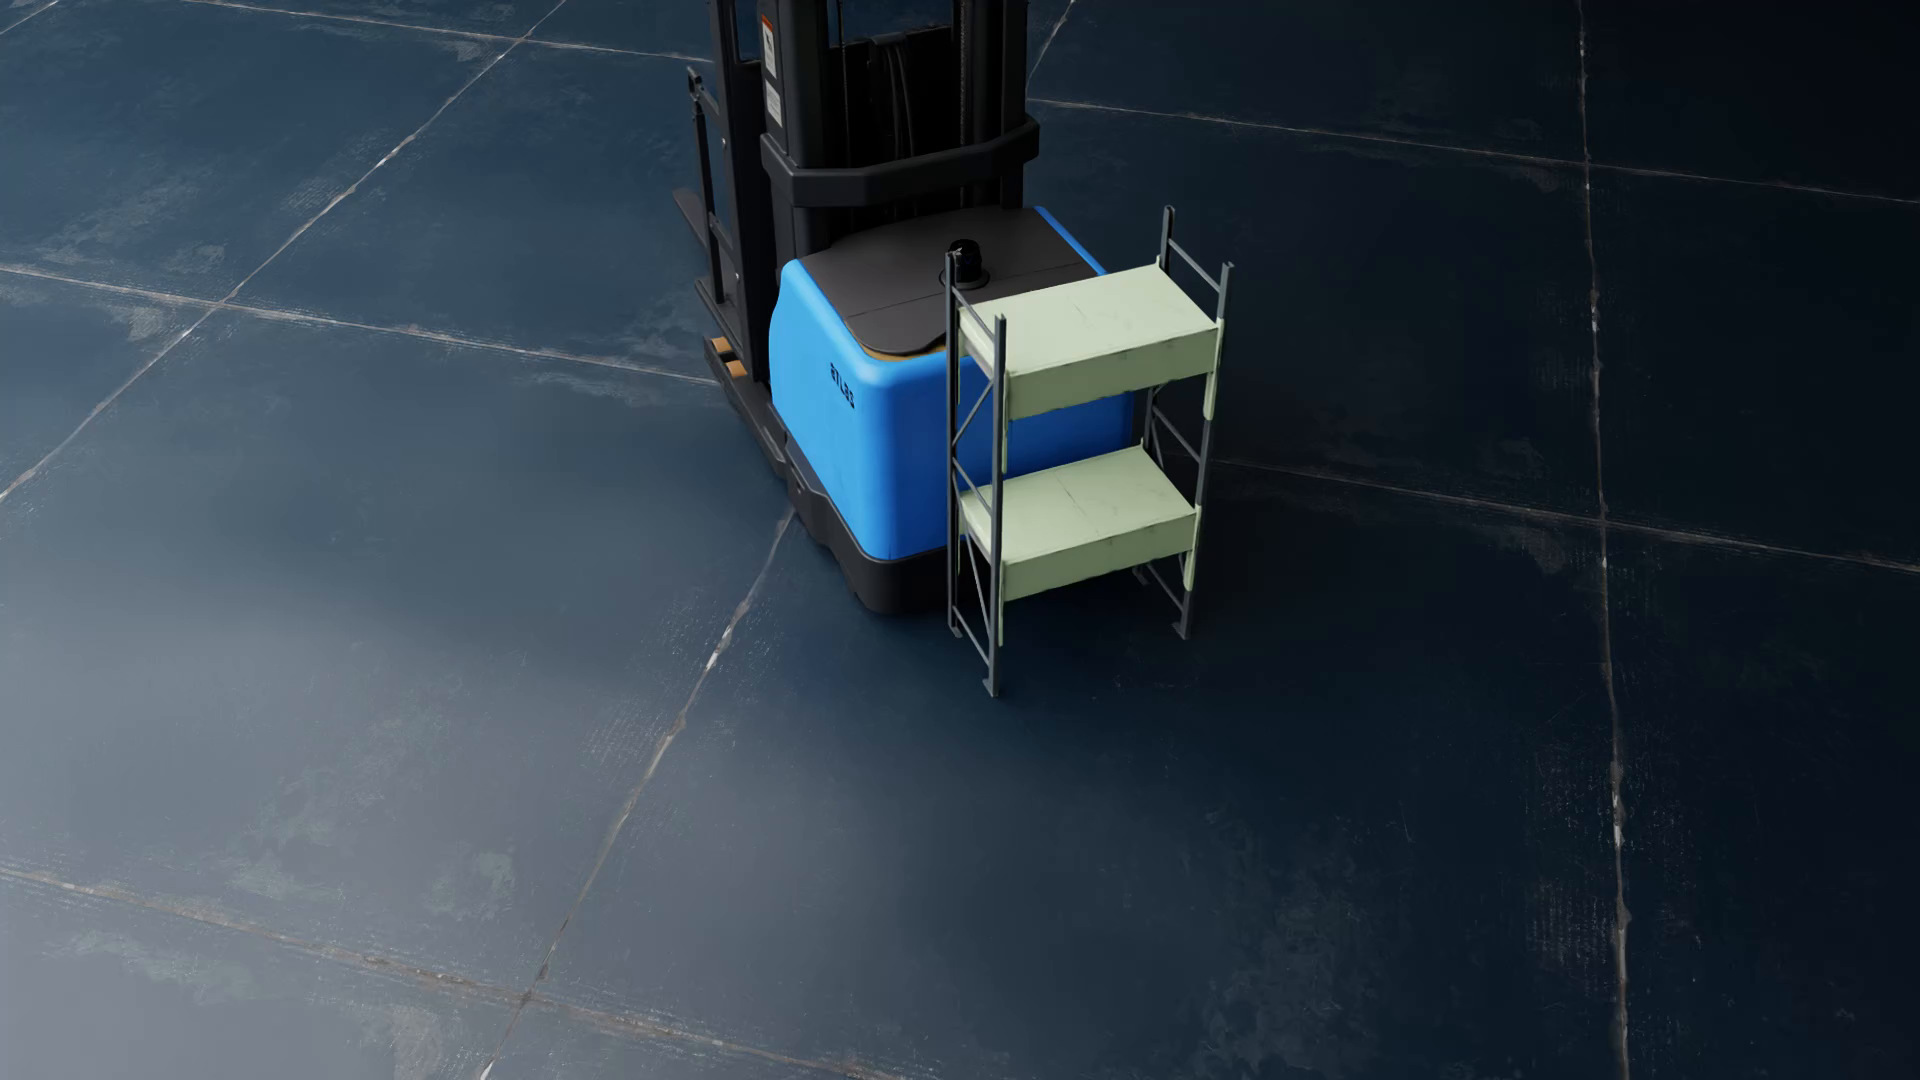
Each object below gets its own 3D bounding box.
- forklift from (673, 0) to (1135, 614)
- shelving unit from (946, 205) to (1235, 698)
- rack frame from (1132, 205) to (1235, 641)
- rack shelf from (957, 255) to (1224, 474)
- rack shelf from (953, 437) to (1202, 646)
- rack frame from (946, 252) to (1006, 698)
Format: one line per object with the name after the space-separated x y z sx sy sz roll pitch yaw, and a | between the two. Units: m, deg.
-0.438 -1.810 6.127 1.130 2.935 3.031 -16 43 -18 | forklift
0.381 -0.251 5.383 0.755 1.500 0.431 -15 42 -17 | shelving unit
0.719 -0.342 5.491 0.023 1.500 0.400 -15 42 -17 | rack frame
0.381 -0.550 5.132 0.720 0.370 0.431 -15 42 -17 | rack shelf
0.381 -0.002 5.593 0.720 0.370 0.431 -15 42 -17 | rack shelf
0.044 -0.161 5.275 0.023 1.500 0.400 -15 42 -17 | rack frame
